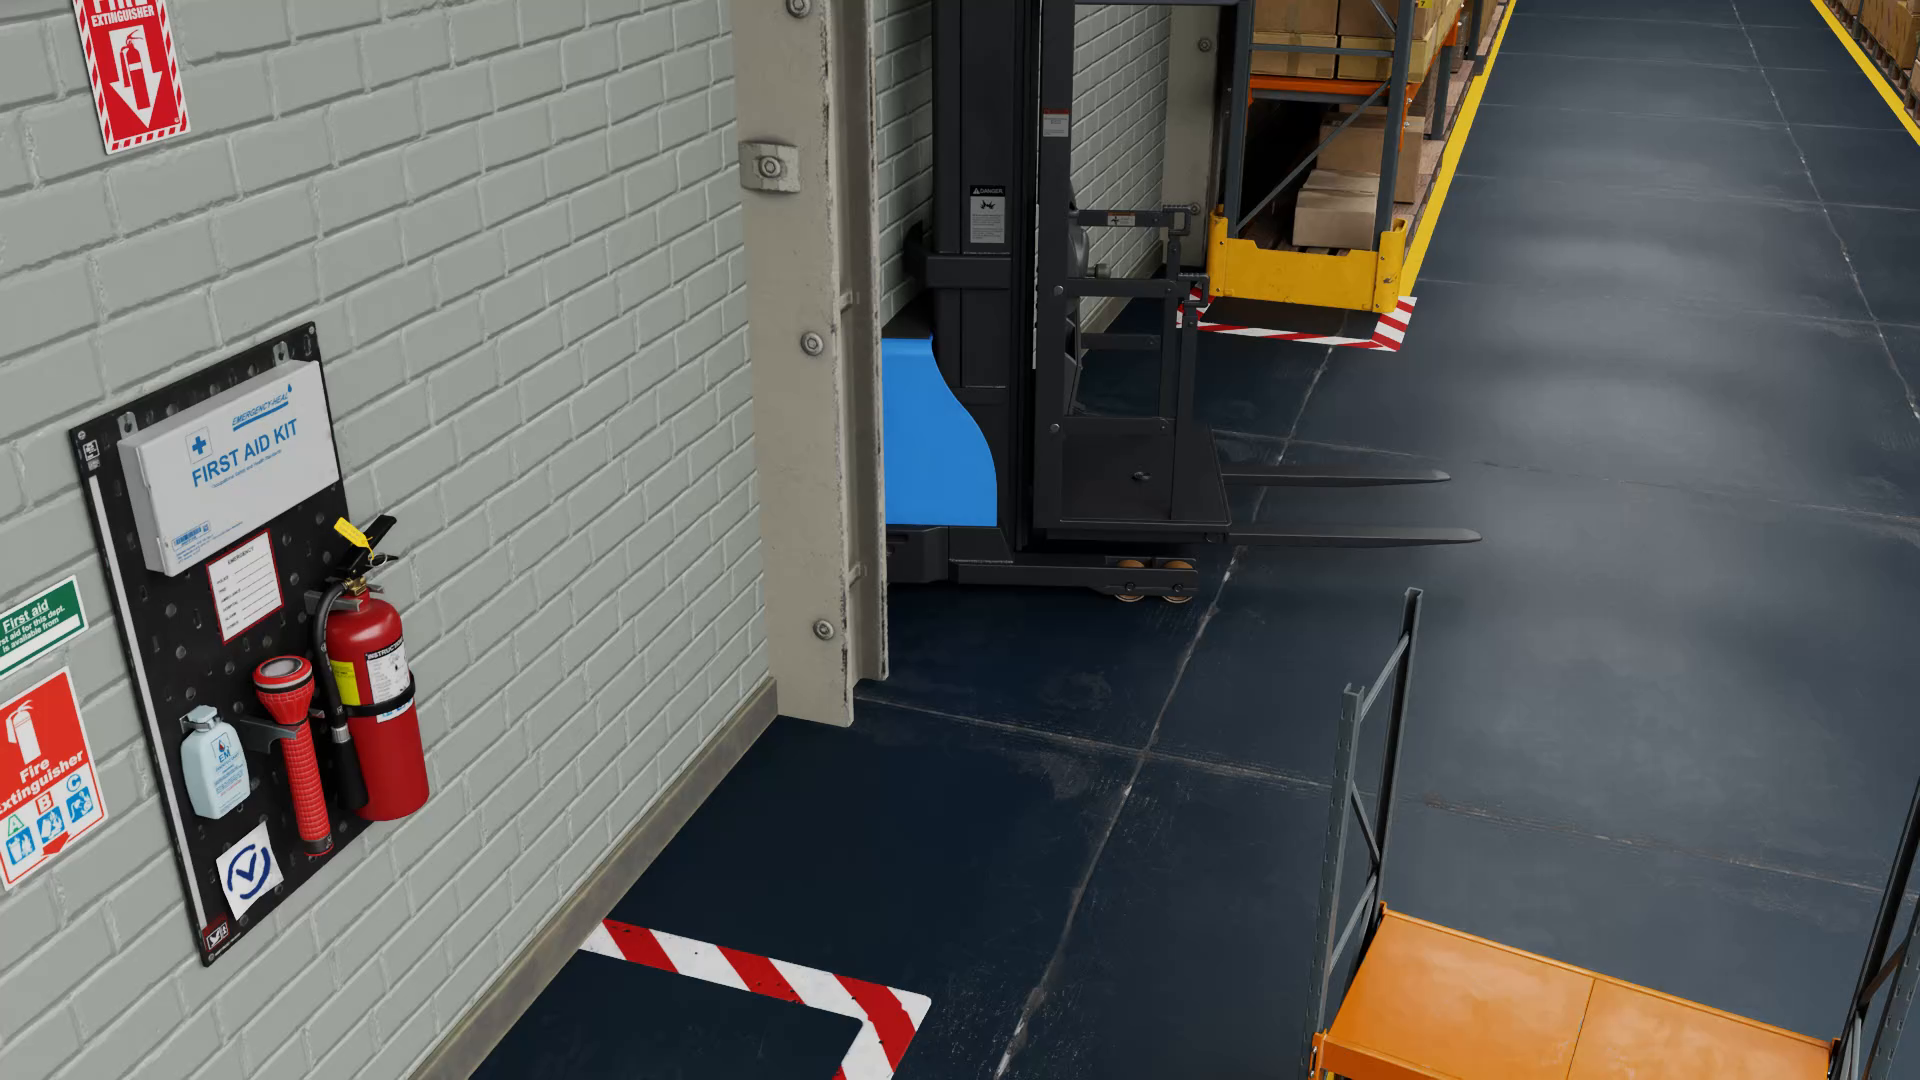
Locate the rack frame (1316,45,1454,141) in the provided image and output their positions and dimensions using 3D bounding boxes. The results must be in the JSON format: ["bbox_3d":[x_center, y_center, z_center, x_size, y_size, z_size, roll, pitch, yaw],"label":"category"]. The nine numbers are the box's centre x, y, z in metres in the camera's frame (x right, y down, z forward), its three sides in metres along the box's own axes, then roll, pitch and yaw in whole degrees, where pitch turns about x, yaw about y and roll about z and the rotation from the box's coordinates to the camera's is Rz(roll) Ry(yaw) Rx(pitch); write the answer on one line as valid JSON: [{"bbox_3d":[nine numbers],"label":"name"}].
[{"bbox_3d":[3.435,-4.487,13.076,1.000,3.000,0.127,9,27,17],"label":"rack frame"}]

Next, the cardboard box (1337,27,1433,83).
[{"bbox_3d":[2.566,-2.939,10.028,0.500,0.250,0.500,8,27,16],"label":"cardboard box"}]

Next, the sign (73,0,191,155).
[{"bbox_3d":[-1.430,-0.835,2.873,0.001,0.298,0.199,9,27,17],"label":"sign"}]

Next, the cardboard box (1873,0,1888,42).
[{"bbox_3d":[10.039,-5.542,17.618,0.500,0.500,0.500,9,27,18],"label":"cardboard box"}]

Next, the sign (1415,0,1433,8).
[{"bbox_3d":[2.616,-3.154,9.329,0.100,0.325,0.005,9,27,17],"label":"sign"}]

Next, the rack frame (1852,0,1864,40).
[{"bbox_3d":[10.770,-7.058,18.385,1.000,3.000,0.127,9,27,17],"label":"rack frame"}]

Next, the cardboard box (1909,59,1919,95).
[{"bbox_3d":[8.988,-4.193,15.141,0.500,0.250,0.500,9,27,17],"label":"cardboard box"}]

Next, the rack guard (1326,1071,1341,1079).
[{"bbox_3d":[0.870,1.438,3.993,0.087,0.250,0.587,13,29,25],"label":"rack guard"}]

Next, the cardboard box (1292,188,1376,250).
[{"bbox_3d":[2.419,-2.102,10.731,0.500,0.311,0.500,6,26,12],"label":"cardboard box"}]

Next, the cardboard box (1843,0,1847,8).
[{"bbox_3d":[10.760,-6.411,19.815,0.380,0.149,0.250,9,27,17],"label":"cardboard box"}]

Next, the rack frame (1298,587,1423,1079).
[{"bbox_3d":[0.868,0.875,3.721,0.032,1.500,0.500,13,29,25],"label":"rack frame"}]

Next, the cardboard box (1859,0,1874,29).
[{"bbox_3d":[10.379,-5.967,18.496,0.500,0.500,0.500,8,27,15],"label":"cardboard box"}]

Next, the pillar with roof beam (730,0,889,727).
[{"bbox_3d":[3.584,-2.867,2.844,9.100,9.000,0.400,9,27,17],"label":"pillar with roof beam"}]

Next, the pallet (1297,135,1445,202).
[{"bbox_3d":[3.245,-2.951,13.103,1.003,0.211,1.213,9,27,17],"label":"pallet"}]

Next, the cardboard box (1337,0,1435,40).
[{"bbox_3d":[2.547,-3.275,9.861,0.500,0.500,0.500,9,27,18],"label":"cardboard box"}]

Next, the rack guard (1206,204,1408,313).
[{"bbox_3d":[2.130,-1.750,10.290,1.175,0.500,0.348,9,27,17],"label":"rack guard"}]

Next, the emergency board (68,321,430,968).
[{"bbox_3d":[-1.334,0.219,3.355,0.194,1.169,0.643,9,27,17],"label":"emergency board"}]

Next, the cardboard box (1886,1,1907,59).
[{"bbox_3d":[9.701,-5.118,16.742,0.500,0.500,0.500,8,27,16],"label":"cardboard box"}]

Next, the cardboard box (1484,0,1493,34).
[{"bbox_3d":[5.432,-5.995,18.174,0.750,0.750,0.750,9,27,17],"label":"cardboard box"}]

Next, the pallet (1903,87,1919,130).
[{"bbox_3d":[9.128,-3.826,14.911,1.003,0.211,1.213,9,27,17],"label":"pallet"}]

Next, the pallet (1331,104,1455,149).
[{"bbox_3d":[3.693,-3.552,14.344,1.003,0.211,1.213,9,27,17],"label":"pallet"}]

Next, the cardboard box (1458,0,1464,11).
[{"bbox_3d":[3.564,-4.190,12.611,0.500,0.250,0.500,9,27,18],"label":"cardboard box"}]

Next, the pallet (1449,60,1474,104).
[{"bbox_3d":[4.505,-4.555,16.415,1.003,0.211,1.213,9,27,17],"label":"pallet"}]

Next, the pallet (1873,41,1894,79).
[{"bbox_3d":[10.131,-4.960,17.252,1.003,0.211,1.213,9,27,17],"label":"pallet"}]

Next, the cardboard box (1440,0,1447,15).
[{"bbox_3d":[2.898,-3.688,10.714,0.500,0.500,0.500,8,27,16],"label":"cardboard box"}]

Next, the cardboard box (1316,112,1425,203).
[{"bbox_3d":[2.900,-2.716,11.781,0.700,0.500,0.500,7,27,14],"label":"cardboard box"}]

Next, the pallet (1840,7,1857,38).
[{"bbox_3d":[11.000,-6.085,19.575,1.003,0.211,1.213,9,27,17],"label":"pallet"}]

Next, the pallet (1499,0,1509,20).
[{"bbox_3d":[6.424,-6.821,21.095,1.003,0.211,1.213,9,27,17],"label":"pallet"}]

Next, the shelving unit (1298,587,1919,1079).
[{"bbox_3d":[1.309,0.978,3.509,1.083,1.500,0.587,13,29,25],"label":"shelving unit"}]

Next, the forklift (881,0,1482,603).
[{"bbox_3d":[0.627,-1.304,6.579,3.031,2.935,1.130,1,26,3],"label":"forklift"}]

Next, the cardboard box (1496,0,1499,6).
[{"bbox_3d":[6.004,-6.710,19.652,0.750,0.750,0.750,9,27,18],"label":"cardboard box"}]

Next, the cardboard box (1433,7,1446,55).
[{"bbox_3d":[2.901,-3.363,10.903,0.500,0.250,0.500,8,27,17],"label":"cardboard box"}]

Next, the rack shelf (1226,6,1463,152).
[{"bbox_3d":[2.770,-3.341,11.535,1.077,0.370,4.000,9,27,17],"label":"rack shelf"}]

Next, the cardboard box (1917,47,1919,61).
[{"bbox_3d":[8.988,-4.445,15.019,0.500,0.311,0.500,10,27,19],"label":"cardboard box"}]

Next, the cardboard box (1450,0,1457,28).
[{"bbox_3d":[3.237,-3.778,11.759,0.500,0.250,0.500,9,27,17],"label":"cardboard box"}]

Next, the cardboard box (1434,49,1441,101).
[{"bbox_3d":[3.997,-4.288,15.029,0.700,0.500,0.500,9,27,18],"label":"cardboard box"}]

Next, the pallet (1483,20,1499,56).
[{"bbox_3d":[5.507,-5.689,18.757,1.003,0.211,1.213,9,27,17],"label":"pallet"}]

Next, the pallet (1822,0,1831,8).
[{"bbox_3d":[11.811,-7.087,21.646,1.003,0.211,1.213,9,27,17],"label":"pallet"}]

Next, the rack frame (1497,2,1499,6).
[{"bbox_3d":[6.097,-7.775,19.866,1.000,3.000,0.127,9,27,17],"label":"rack frame"}]
